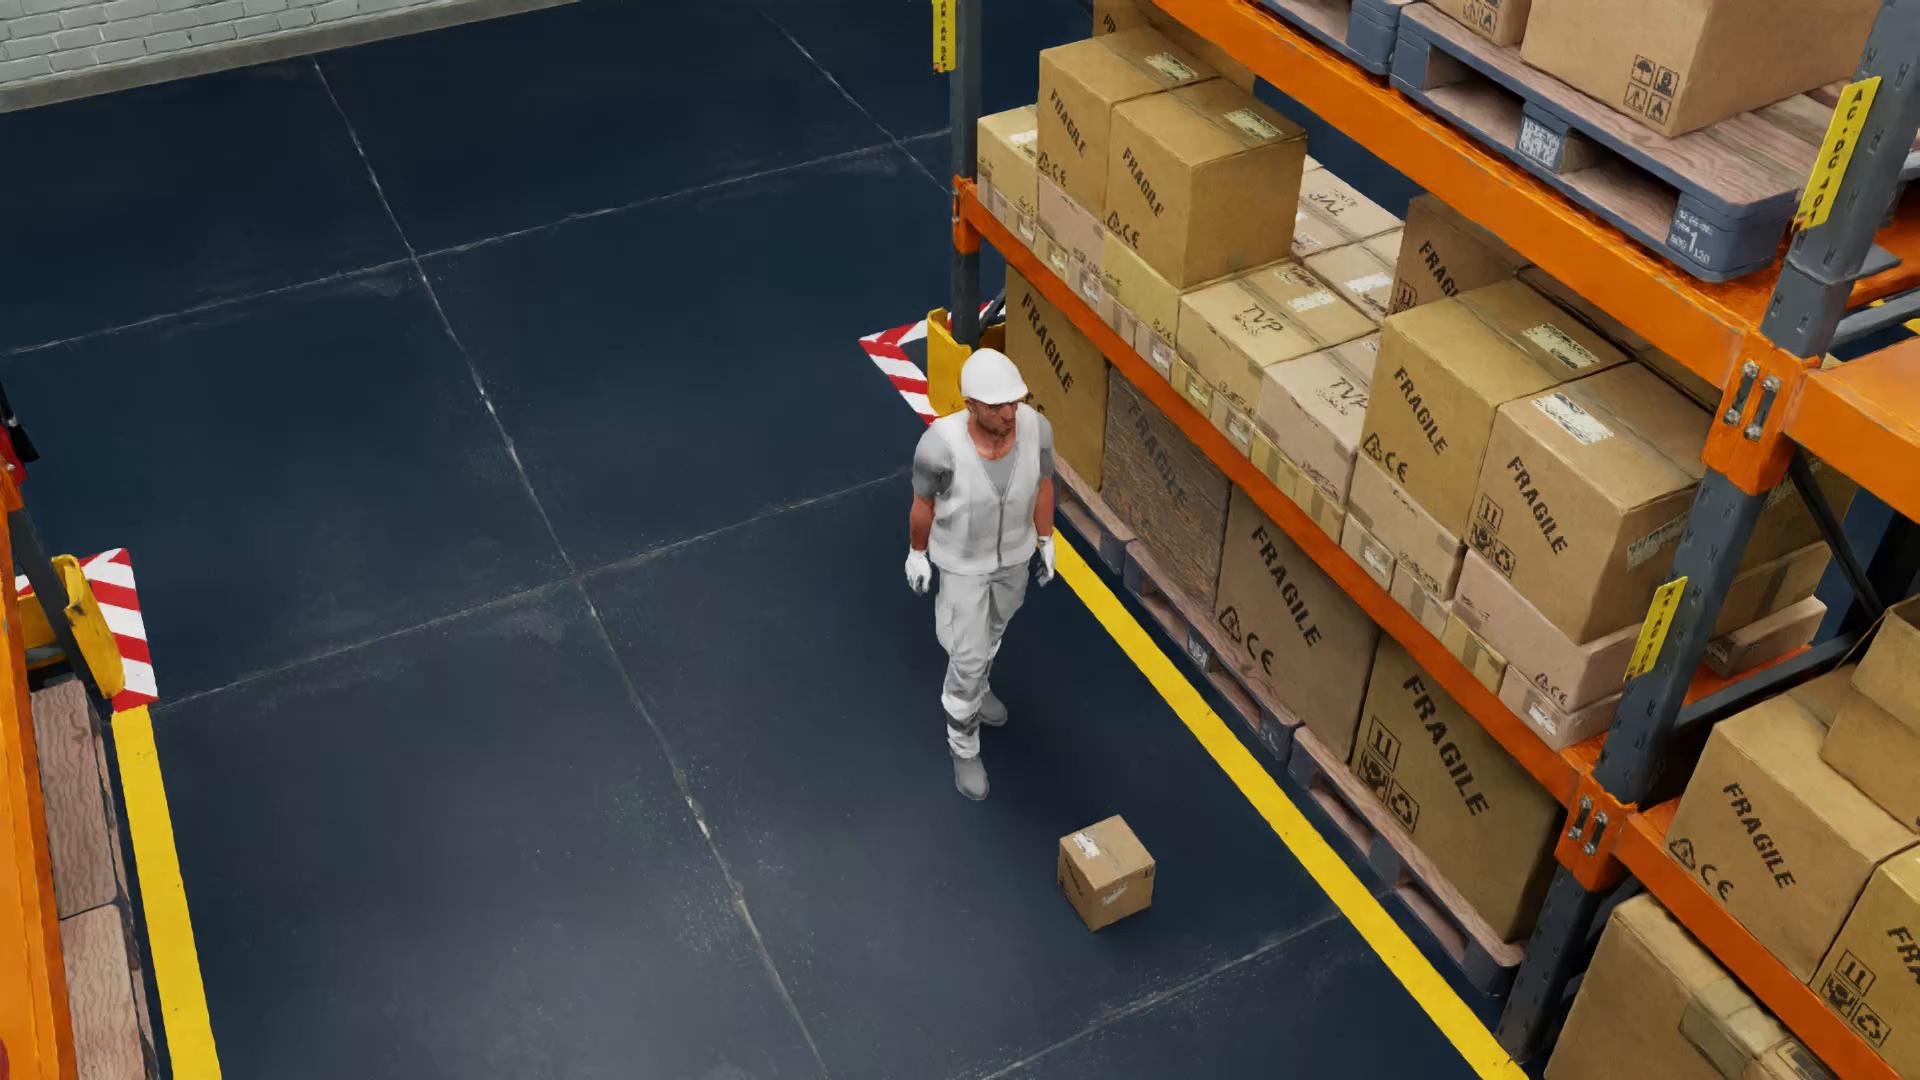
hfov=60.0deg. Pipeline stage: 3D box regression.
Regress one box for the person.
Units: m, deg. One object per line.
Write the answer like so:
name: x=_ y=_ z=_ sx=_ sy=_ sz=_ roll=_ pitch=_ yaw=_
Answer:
person: x=0.119 y=0.095 z=6.028 sx=0.544 sy=1.805 sz=0.586 roll=-18 pitch=44 yaw=-20
